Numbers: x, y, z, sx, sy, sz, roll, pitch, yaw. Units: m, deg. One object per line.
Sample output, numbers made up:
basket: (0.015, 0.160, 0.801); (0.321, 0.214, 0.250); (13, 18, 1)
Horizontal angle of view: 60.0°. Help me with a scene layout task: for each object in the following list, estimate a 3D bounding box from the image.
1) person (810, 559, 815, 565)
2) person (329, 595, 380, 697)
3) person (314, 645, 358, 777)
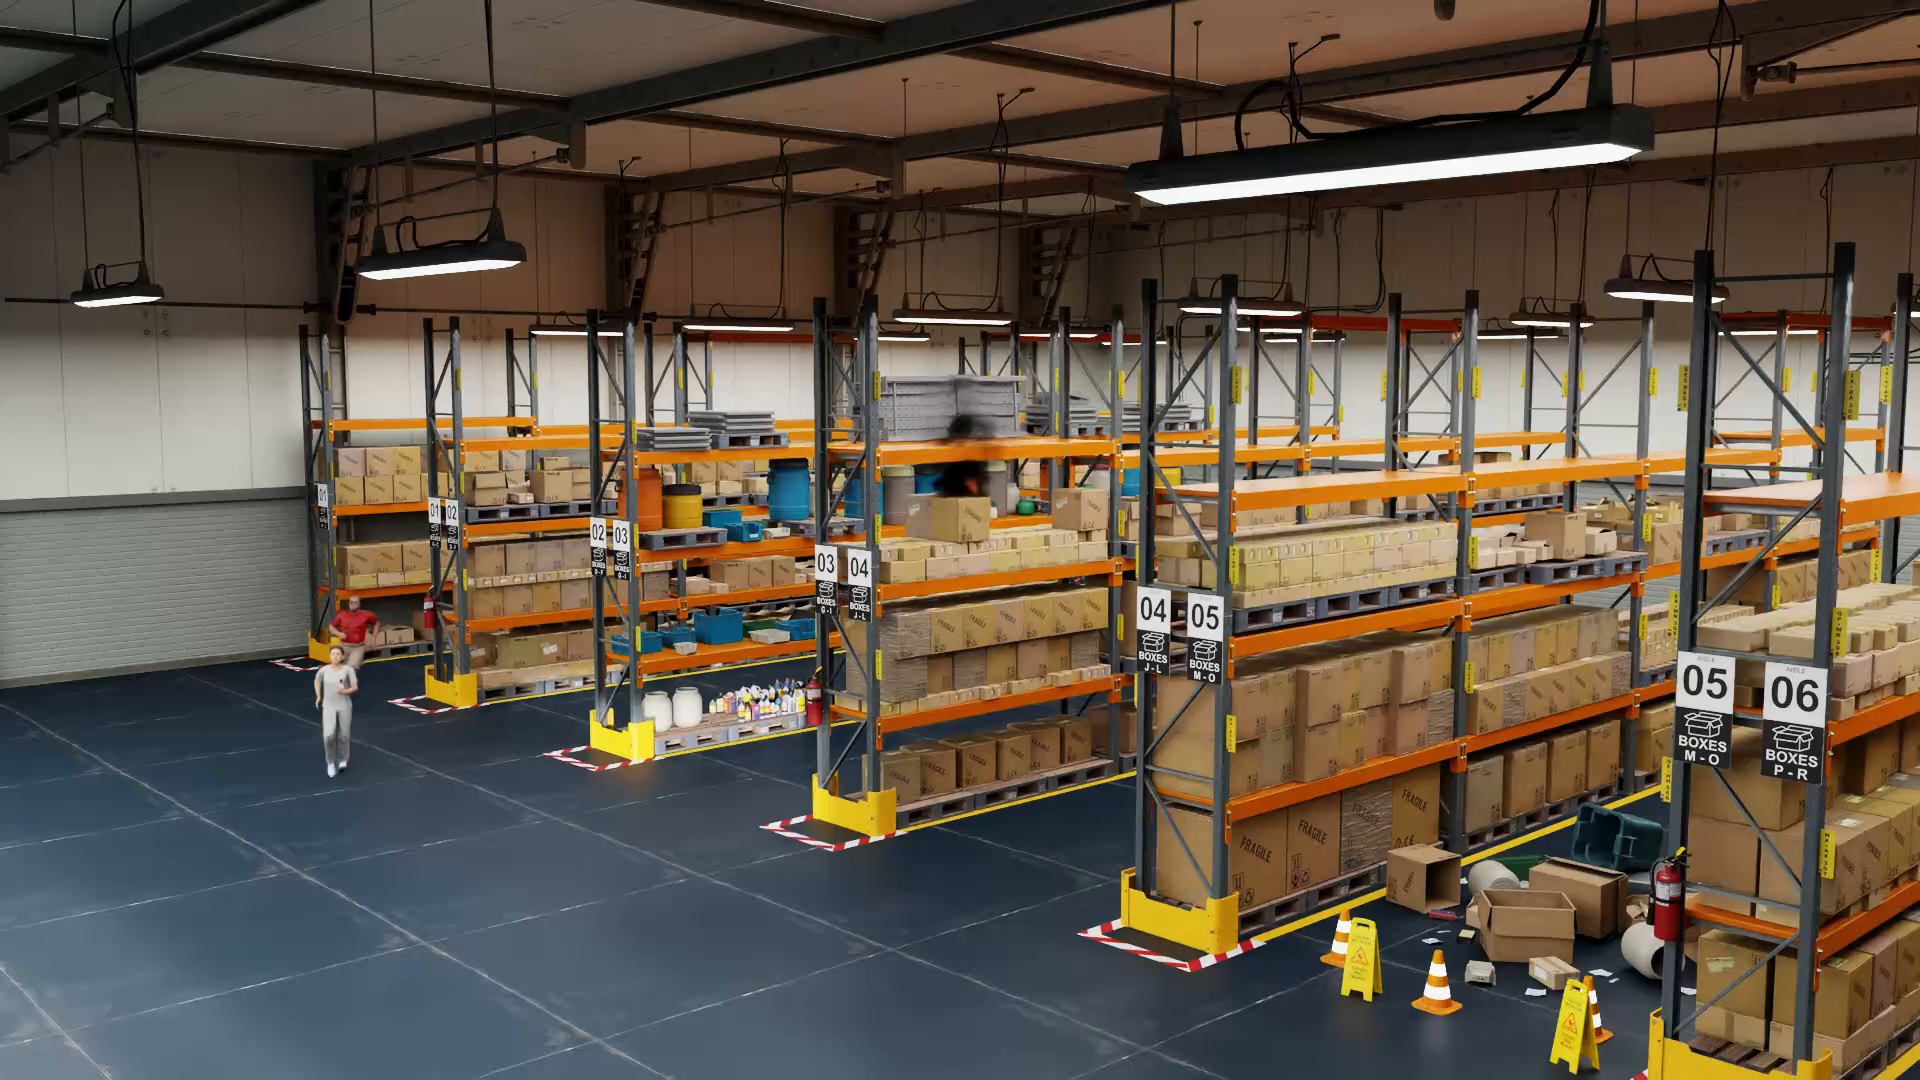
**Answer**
person: (-2.768, 0.803, 34.418); (0.634, 1.830, 0.713); (5, 7, 39)
person: (-9.389, 1.718, 25.744); (0.694, 1.754, 0.917); (0, 6, -3)
person: (-7.993, 2.185, 21.323); (0.538, 1.681, 0.686); (-2, 6, -17)
